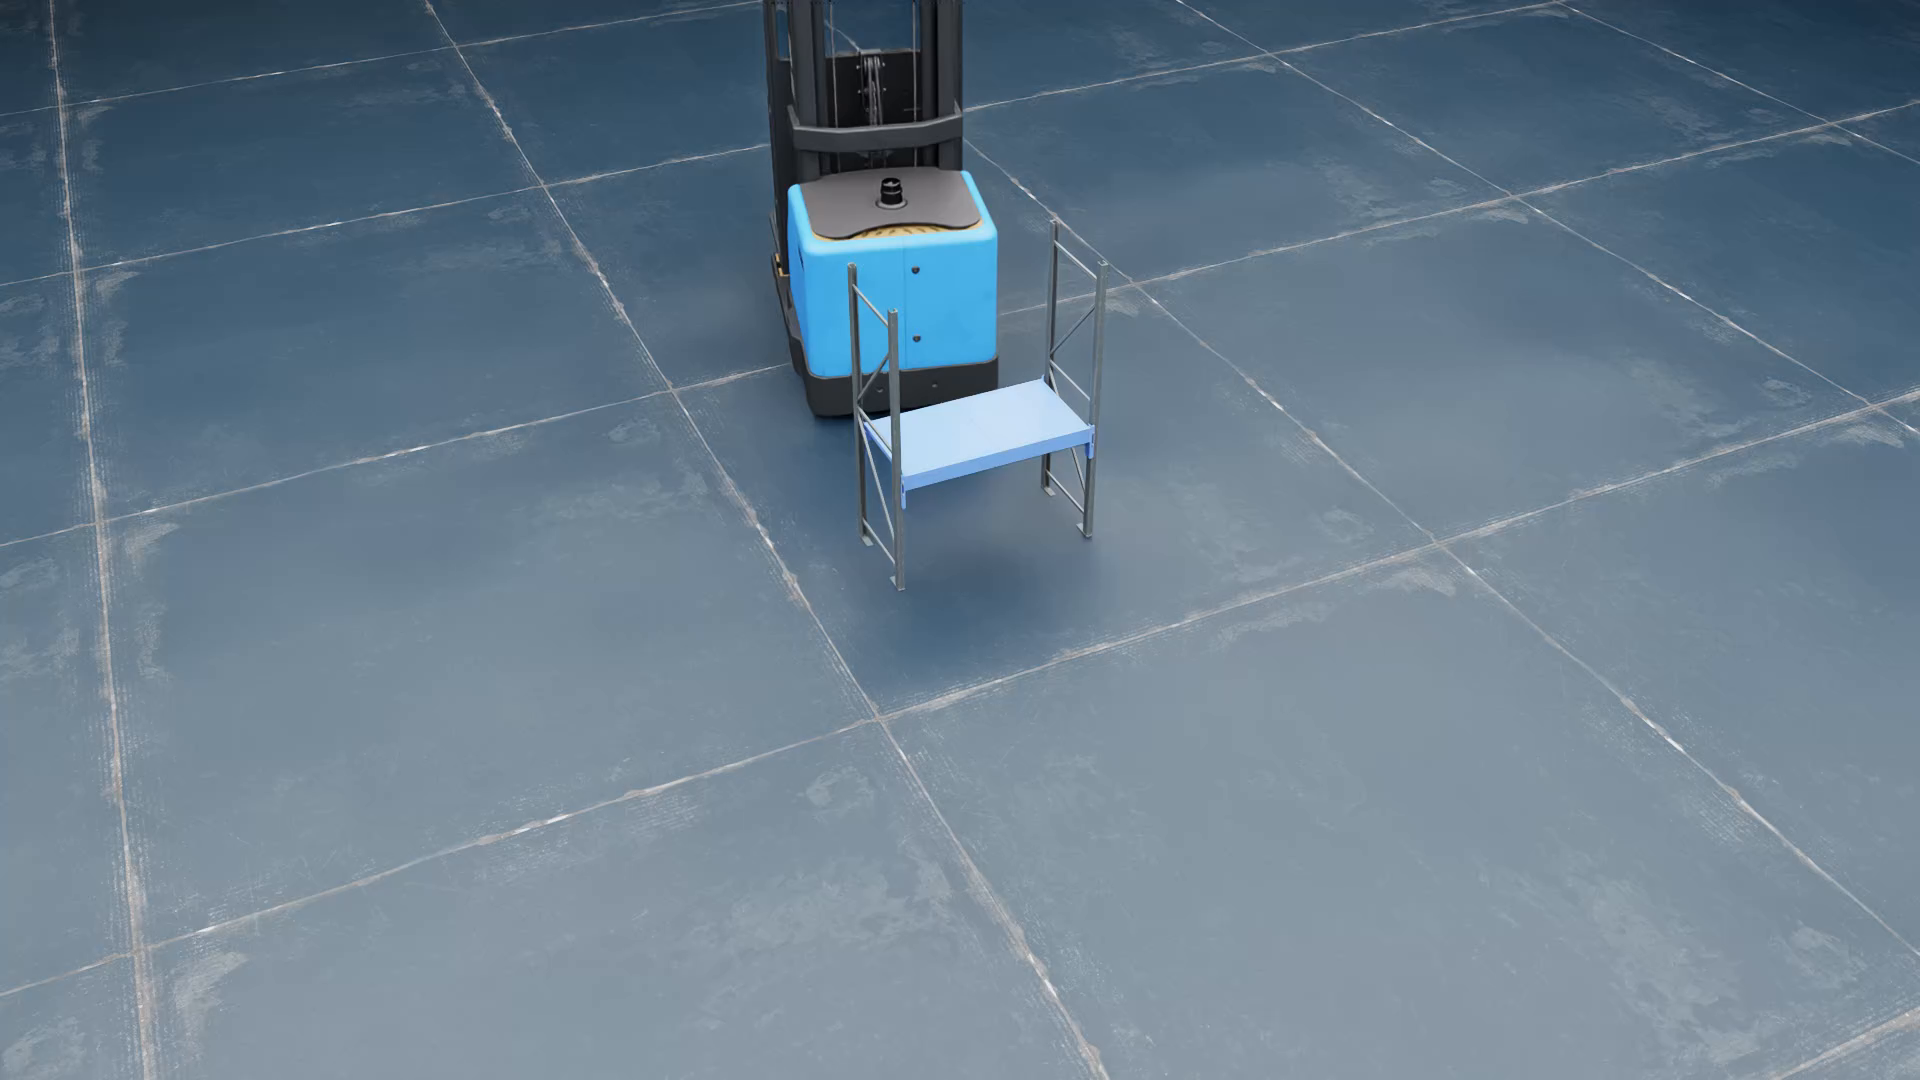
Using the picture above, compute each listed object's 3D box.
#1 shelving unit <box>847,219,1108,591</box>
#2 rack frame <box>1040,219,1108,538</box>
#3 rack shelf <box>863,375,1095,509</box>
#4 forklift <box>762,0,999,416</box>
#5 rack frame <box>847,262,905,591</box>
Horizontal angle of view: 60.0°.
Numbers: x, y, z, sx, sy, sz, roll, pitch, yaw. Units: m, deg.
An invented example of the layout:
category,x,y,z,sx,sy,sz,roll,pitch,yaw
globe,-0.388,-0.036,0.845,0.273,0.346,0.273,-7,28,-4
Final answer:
category,x,y,z,sx,sy,sz,roll,pitch,yaw
shelving unit,0.077,-0.624,7.832,1.048,1.500,0.538,-16,39,-20
rack frame,0.537,-0.753,8.006,0.032,1.500,0.500,-16,39,-20
rack shelf,0.077,-0.480,7.939,1.000,0.185,0.538,-16,39,-20
forklift,-0.574,-2.727,9.466,1.130,2.935,3.031,-7,37,-9
rack frame,-0.383,-0.495,7.659,0.032,1.500,0.500,-16,39,-20
